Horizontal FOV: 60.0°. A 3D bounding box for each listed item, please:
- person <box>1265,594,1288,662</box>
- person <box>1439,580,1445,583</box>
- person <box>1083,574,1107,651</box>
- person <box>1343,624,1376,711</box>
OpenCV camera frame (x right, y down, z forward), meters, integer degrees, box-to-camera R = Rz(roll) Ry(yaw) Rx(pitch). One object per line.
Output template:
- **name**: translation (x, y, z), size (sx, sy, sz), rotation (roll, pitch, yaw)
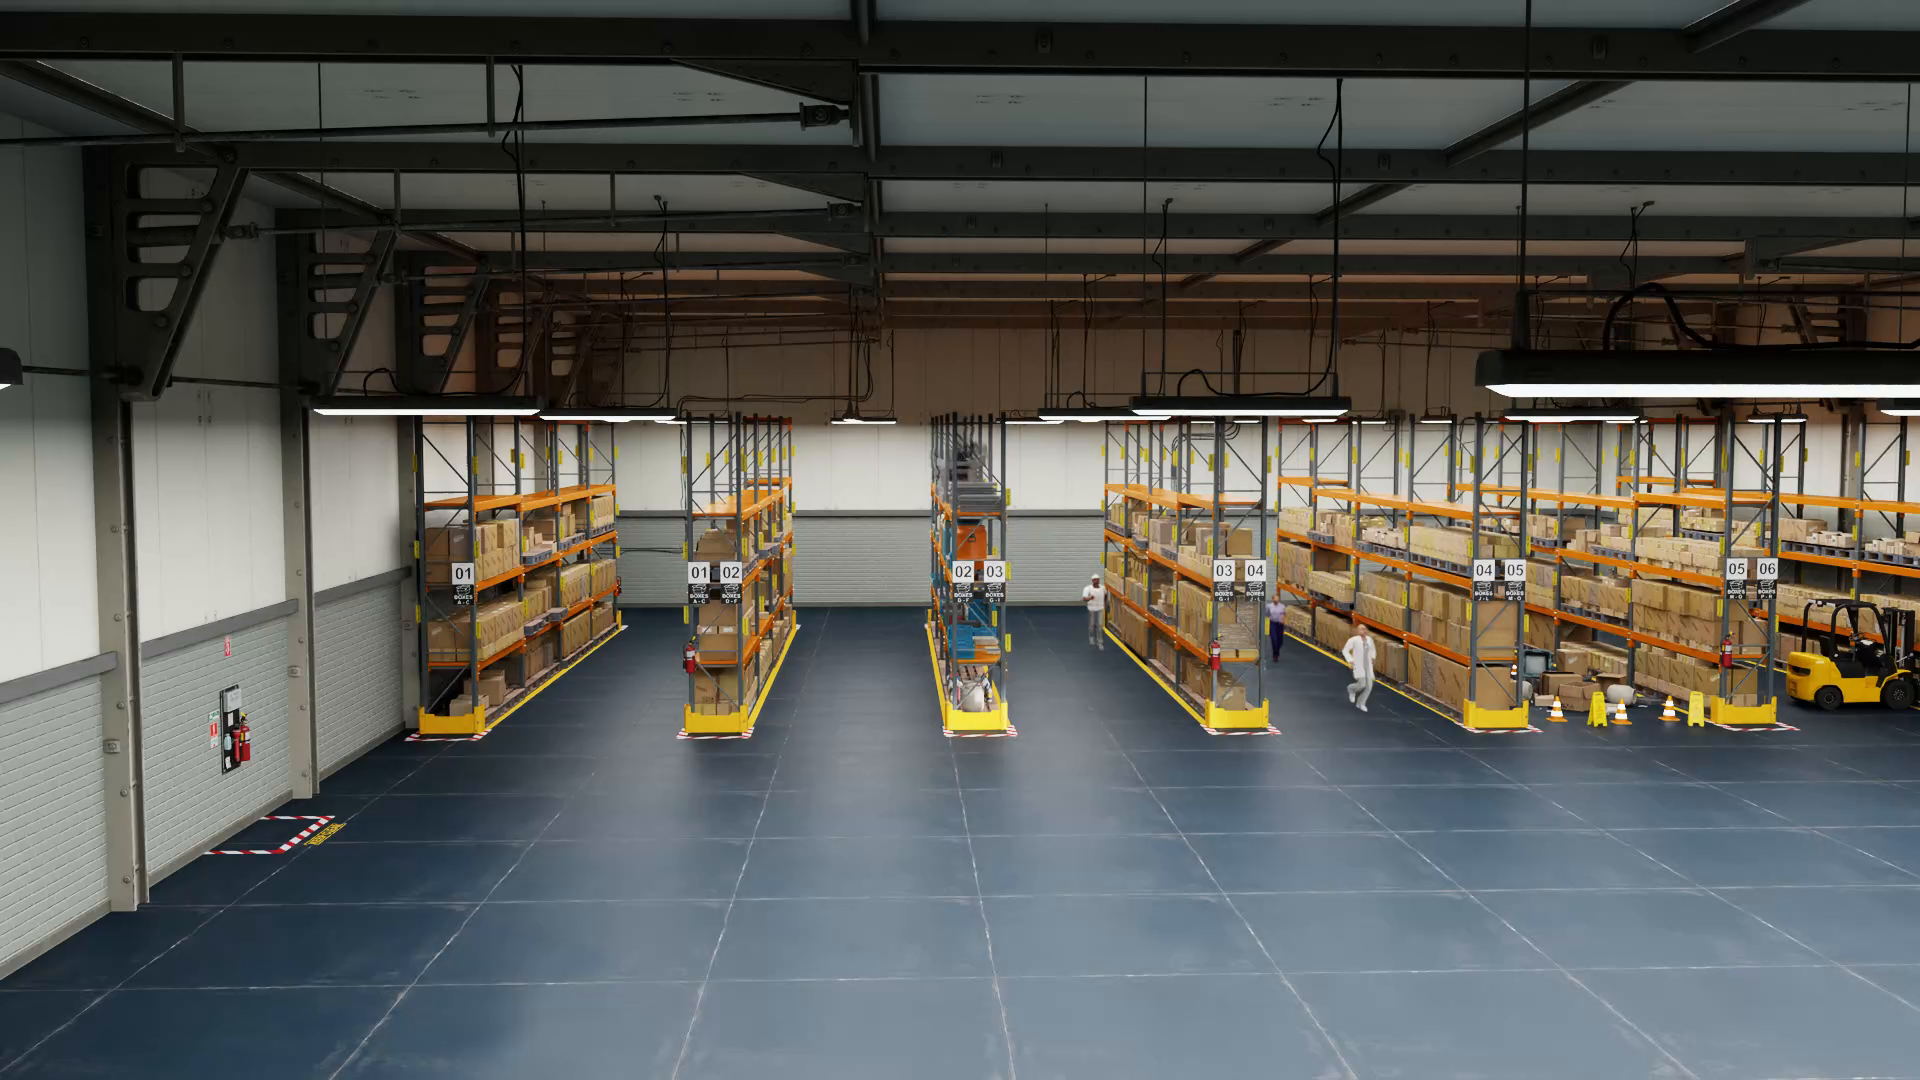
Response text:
- **person**: translation (7.744, 2.141, 40.864), size (0.613, 1.629, 0.705), rotation (0, 4, -3)
- **person**: translation (14.349, 1.585, 49.381), size (0.524, 1.558, 0.617), rotation (2, 4, 23)
- **person**: translation (3.348, 1.762, 40.967), size (0.677, 1.854, 0.712), rotation (-1, 4, -8)
- **person**: translation (8.134, 2.578, 33.724), size (0.723, 1.747, 0.634), rotation (-1, 4, -18)
